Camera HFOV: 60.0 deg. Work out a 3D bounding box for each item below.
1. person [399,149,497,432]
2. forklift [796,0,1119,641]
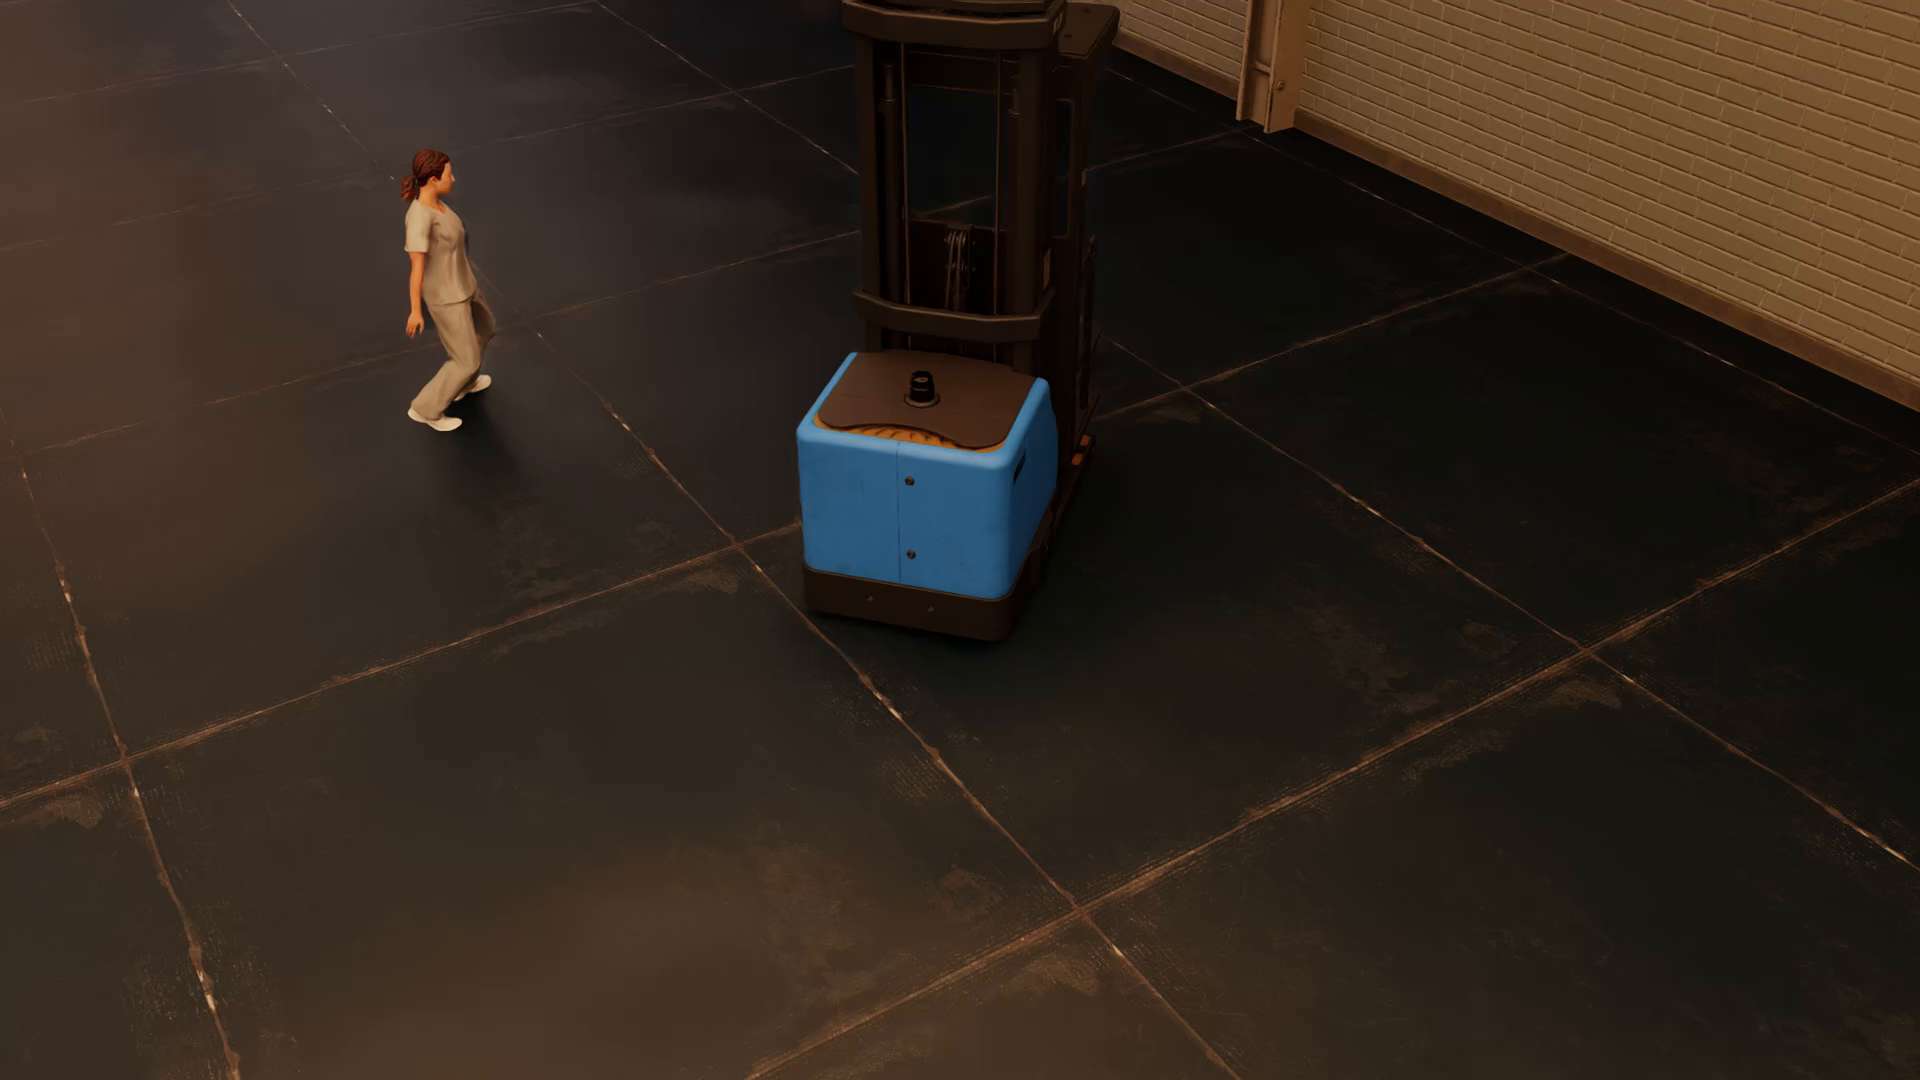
[{"bbox_3d":[-2.934,-1.381,9.281,0.477,1.598,0.799,0,35,0],"label":"person"},{"bbox_3d":[0.129,-1.565,8.375,1.130,2.935,3.031,9,36,13],"label":"forklift"}]
